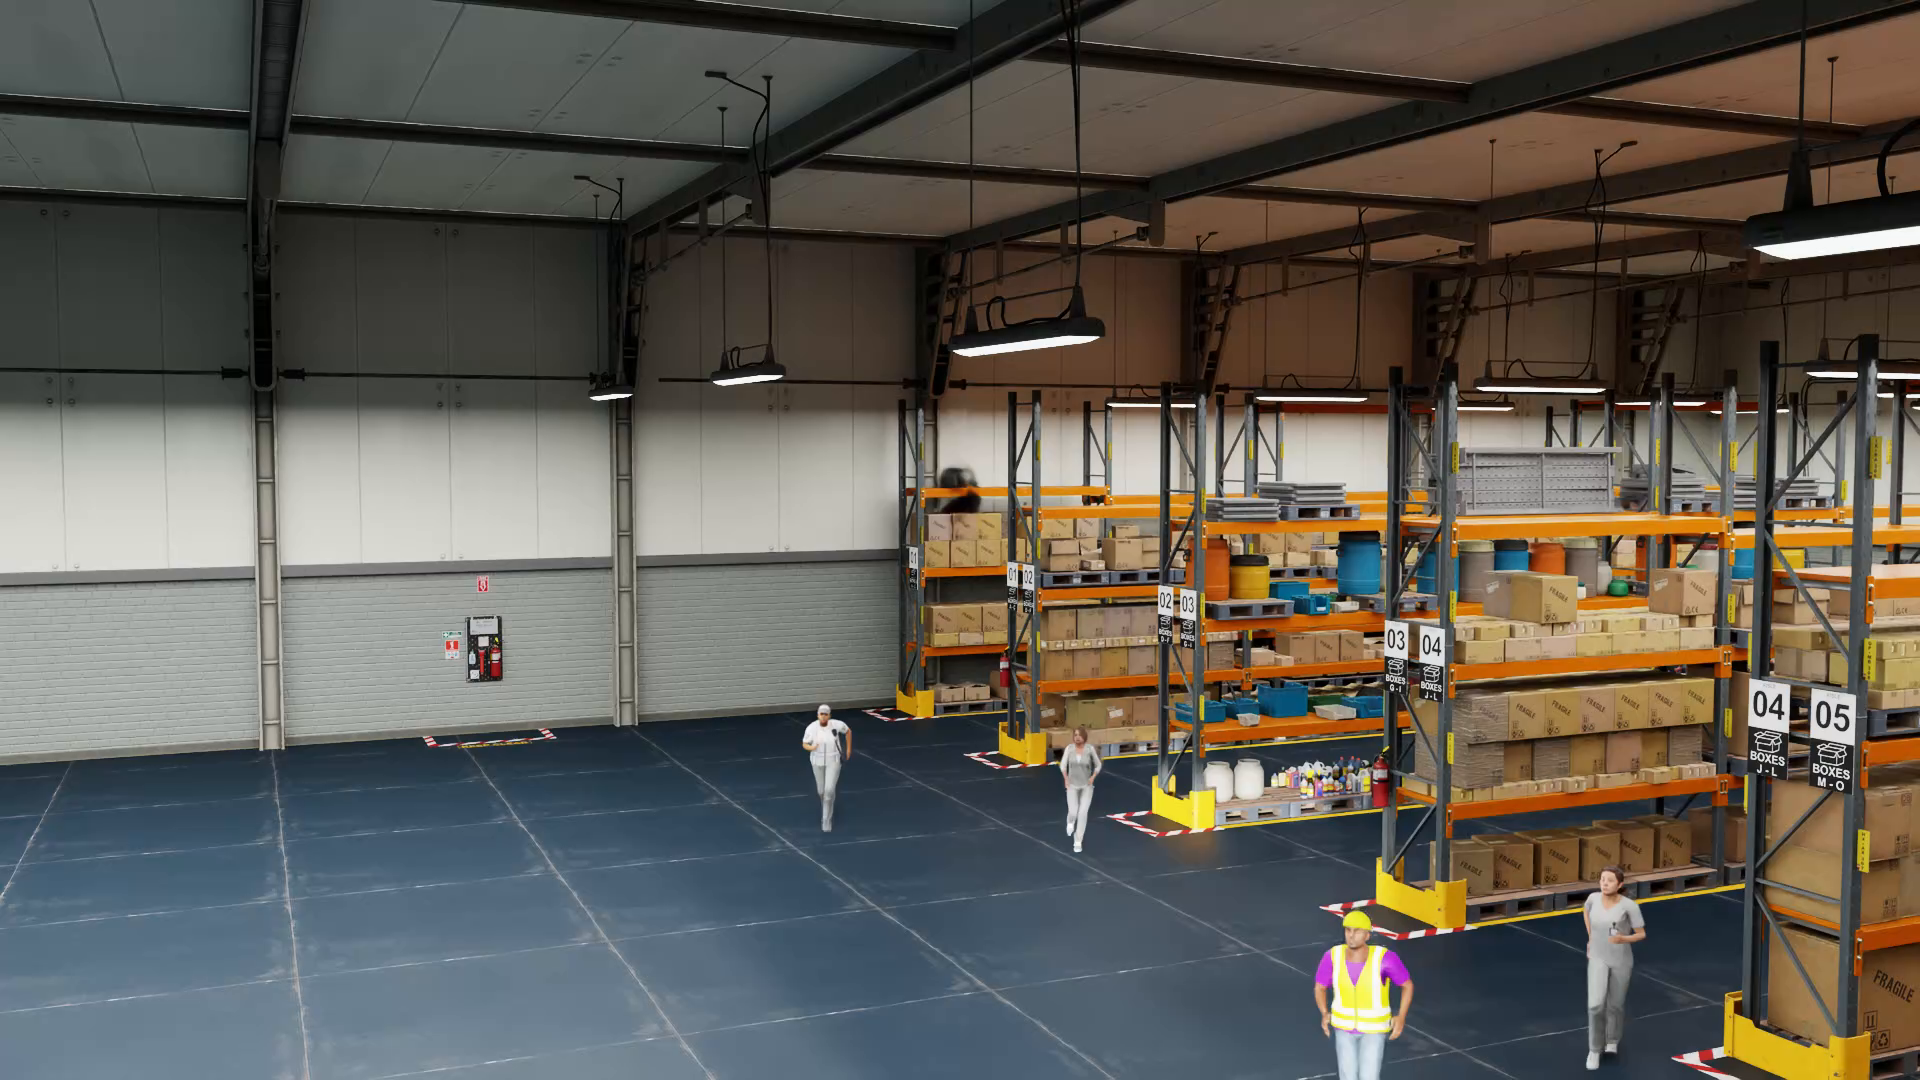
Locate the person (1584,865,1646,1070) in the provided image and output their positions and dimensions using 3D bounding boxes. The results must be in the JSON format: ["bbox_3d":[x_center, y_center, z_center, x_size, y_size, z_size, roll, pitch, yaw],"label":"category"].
[{"bbox_3d":[5.391,3.584,13.774,0.524,1.621,0.723,2,4,32],"label":"person"}]

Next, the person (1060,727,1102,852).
[{"bbox_3d":[1.541,3.153,21.195,0.533,1.574,0.588,0,3,7],"label":"person"}]

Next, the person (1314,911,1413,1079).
[{"bbox_3d":[2.930,3.588,12.208,0.707,1.724,0.520,2,4,25],"label":"person"}]

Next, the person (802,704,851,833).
[{"bbox_3d":[-1.791,3.038,22.359,0.626,1.705,0.830,0,3,3],"label":"person"}]
